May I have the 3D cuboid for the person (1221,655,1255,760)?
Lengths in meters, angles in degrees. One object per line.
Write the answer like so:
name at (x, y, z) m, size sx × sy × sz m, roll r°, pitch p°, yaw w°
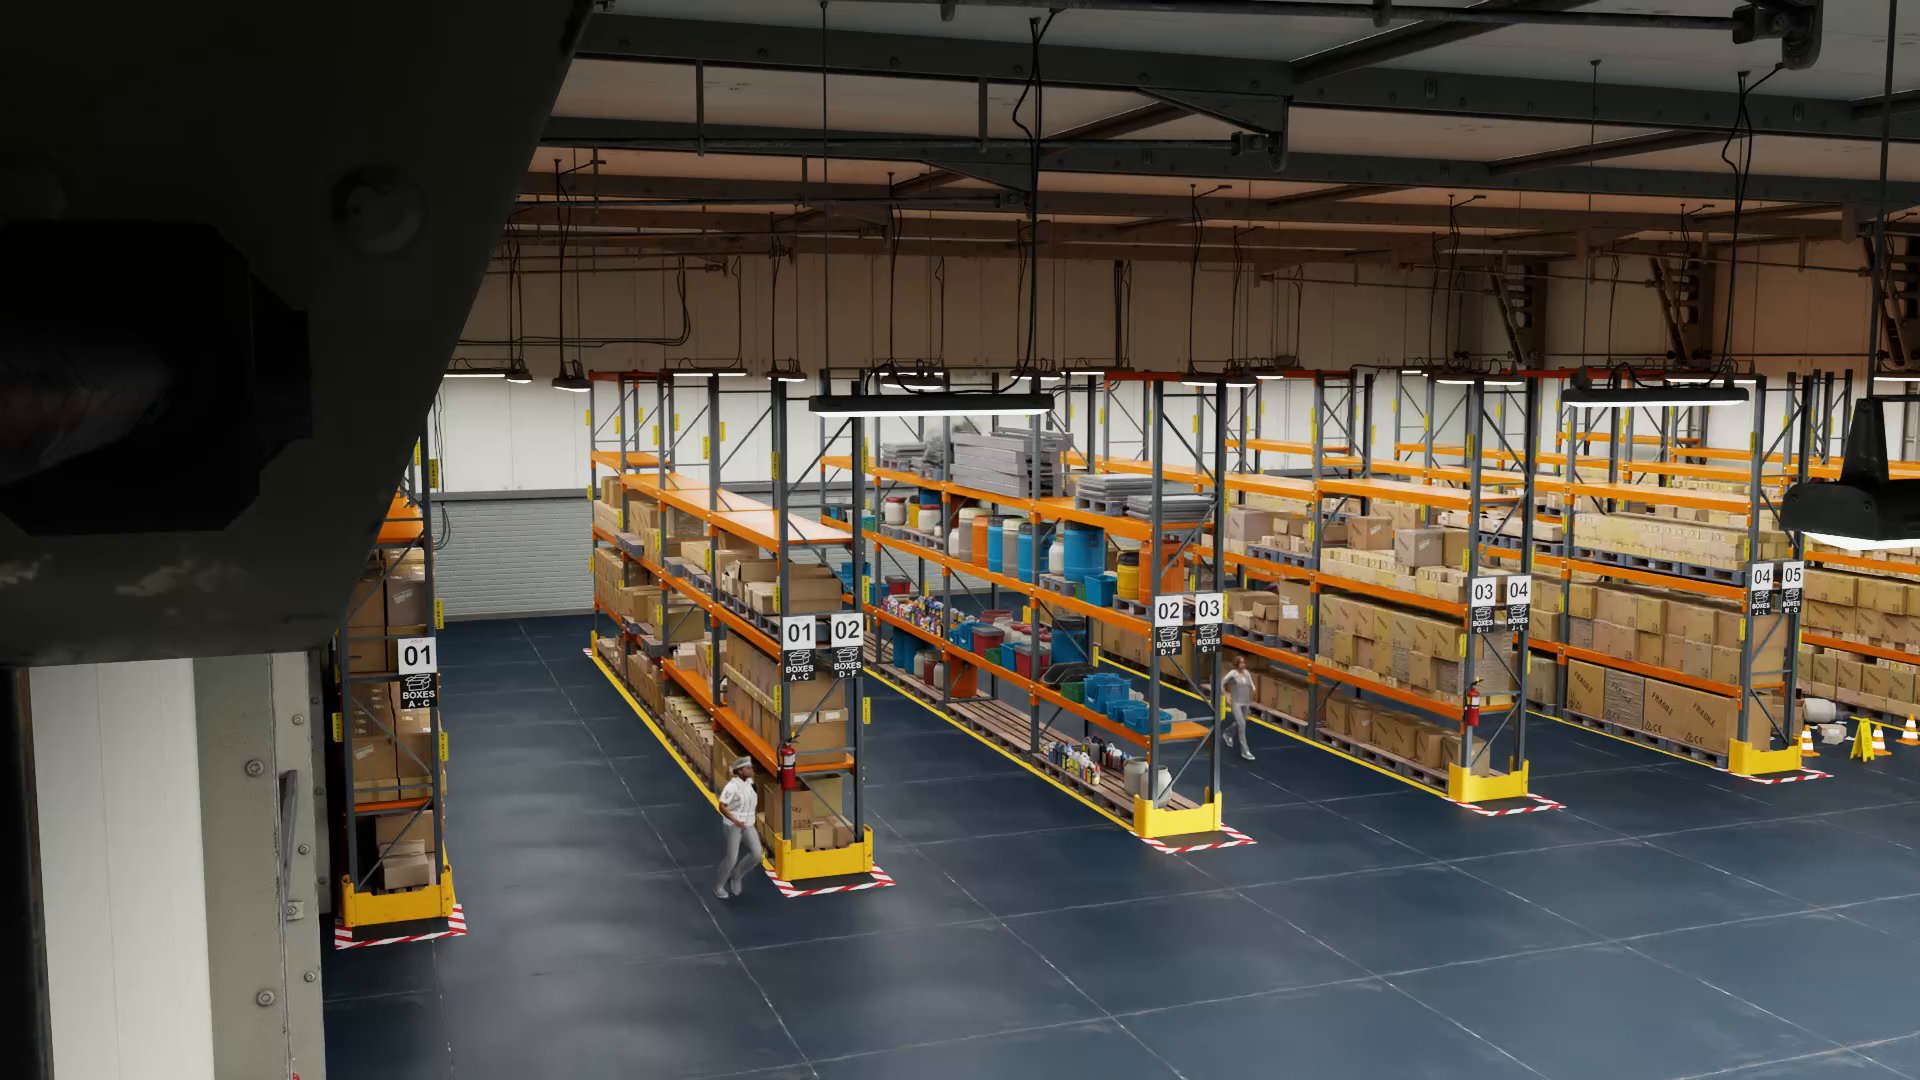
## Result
person at (4.391, 2.612, 26.201) m, size 0.539 × 1.557 × 0.893 m, roll -3°, pitch 7°, yaw -28°

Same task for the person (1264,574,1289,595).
person at (6.819, 1.541, 35.075) m, size 0.668 × 1.842 × 0.825 m, roll -3°, pitch 7°, yaw -25°

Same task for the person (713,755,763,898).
person at (-2.546, 3.342, 19.496) m, size 0.578 × 1.642 × 0.642 m, roll 5°, pitch 8°, yaw 40°
